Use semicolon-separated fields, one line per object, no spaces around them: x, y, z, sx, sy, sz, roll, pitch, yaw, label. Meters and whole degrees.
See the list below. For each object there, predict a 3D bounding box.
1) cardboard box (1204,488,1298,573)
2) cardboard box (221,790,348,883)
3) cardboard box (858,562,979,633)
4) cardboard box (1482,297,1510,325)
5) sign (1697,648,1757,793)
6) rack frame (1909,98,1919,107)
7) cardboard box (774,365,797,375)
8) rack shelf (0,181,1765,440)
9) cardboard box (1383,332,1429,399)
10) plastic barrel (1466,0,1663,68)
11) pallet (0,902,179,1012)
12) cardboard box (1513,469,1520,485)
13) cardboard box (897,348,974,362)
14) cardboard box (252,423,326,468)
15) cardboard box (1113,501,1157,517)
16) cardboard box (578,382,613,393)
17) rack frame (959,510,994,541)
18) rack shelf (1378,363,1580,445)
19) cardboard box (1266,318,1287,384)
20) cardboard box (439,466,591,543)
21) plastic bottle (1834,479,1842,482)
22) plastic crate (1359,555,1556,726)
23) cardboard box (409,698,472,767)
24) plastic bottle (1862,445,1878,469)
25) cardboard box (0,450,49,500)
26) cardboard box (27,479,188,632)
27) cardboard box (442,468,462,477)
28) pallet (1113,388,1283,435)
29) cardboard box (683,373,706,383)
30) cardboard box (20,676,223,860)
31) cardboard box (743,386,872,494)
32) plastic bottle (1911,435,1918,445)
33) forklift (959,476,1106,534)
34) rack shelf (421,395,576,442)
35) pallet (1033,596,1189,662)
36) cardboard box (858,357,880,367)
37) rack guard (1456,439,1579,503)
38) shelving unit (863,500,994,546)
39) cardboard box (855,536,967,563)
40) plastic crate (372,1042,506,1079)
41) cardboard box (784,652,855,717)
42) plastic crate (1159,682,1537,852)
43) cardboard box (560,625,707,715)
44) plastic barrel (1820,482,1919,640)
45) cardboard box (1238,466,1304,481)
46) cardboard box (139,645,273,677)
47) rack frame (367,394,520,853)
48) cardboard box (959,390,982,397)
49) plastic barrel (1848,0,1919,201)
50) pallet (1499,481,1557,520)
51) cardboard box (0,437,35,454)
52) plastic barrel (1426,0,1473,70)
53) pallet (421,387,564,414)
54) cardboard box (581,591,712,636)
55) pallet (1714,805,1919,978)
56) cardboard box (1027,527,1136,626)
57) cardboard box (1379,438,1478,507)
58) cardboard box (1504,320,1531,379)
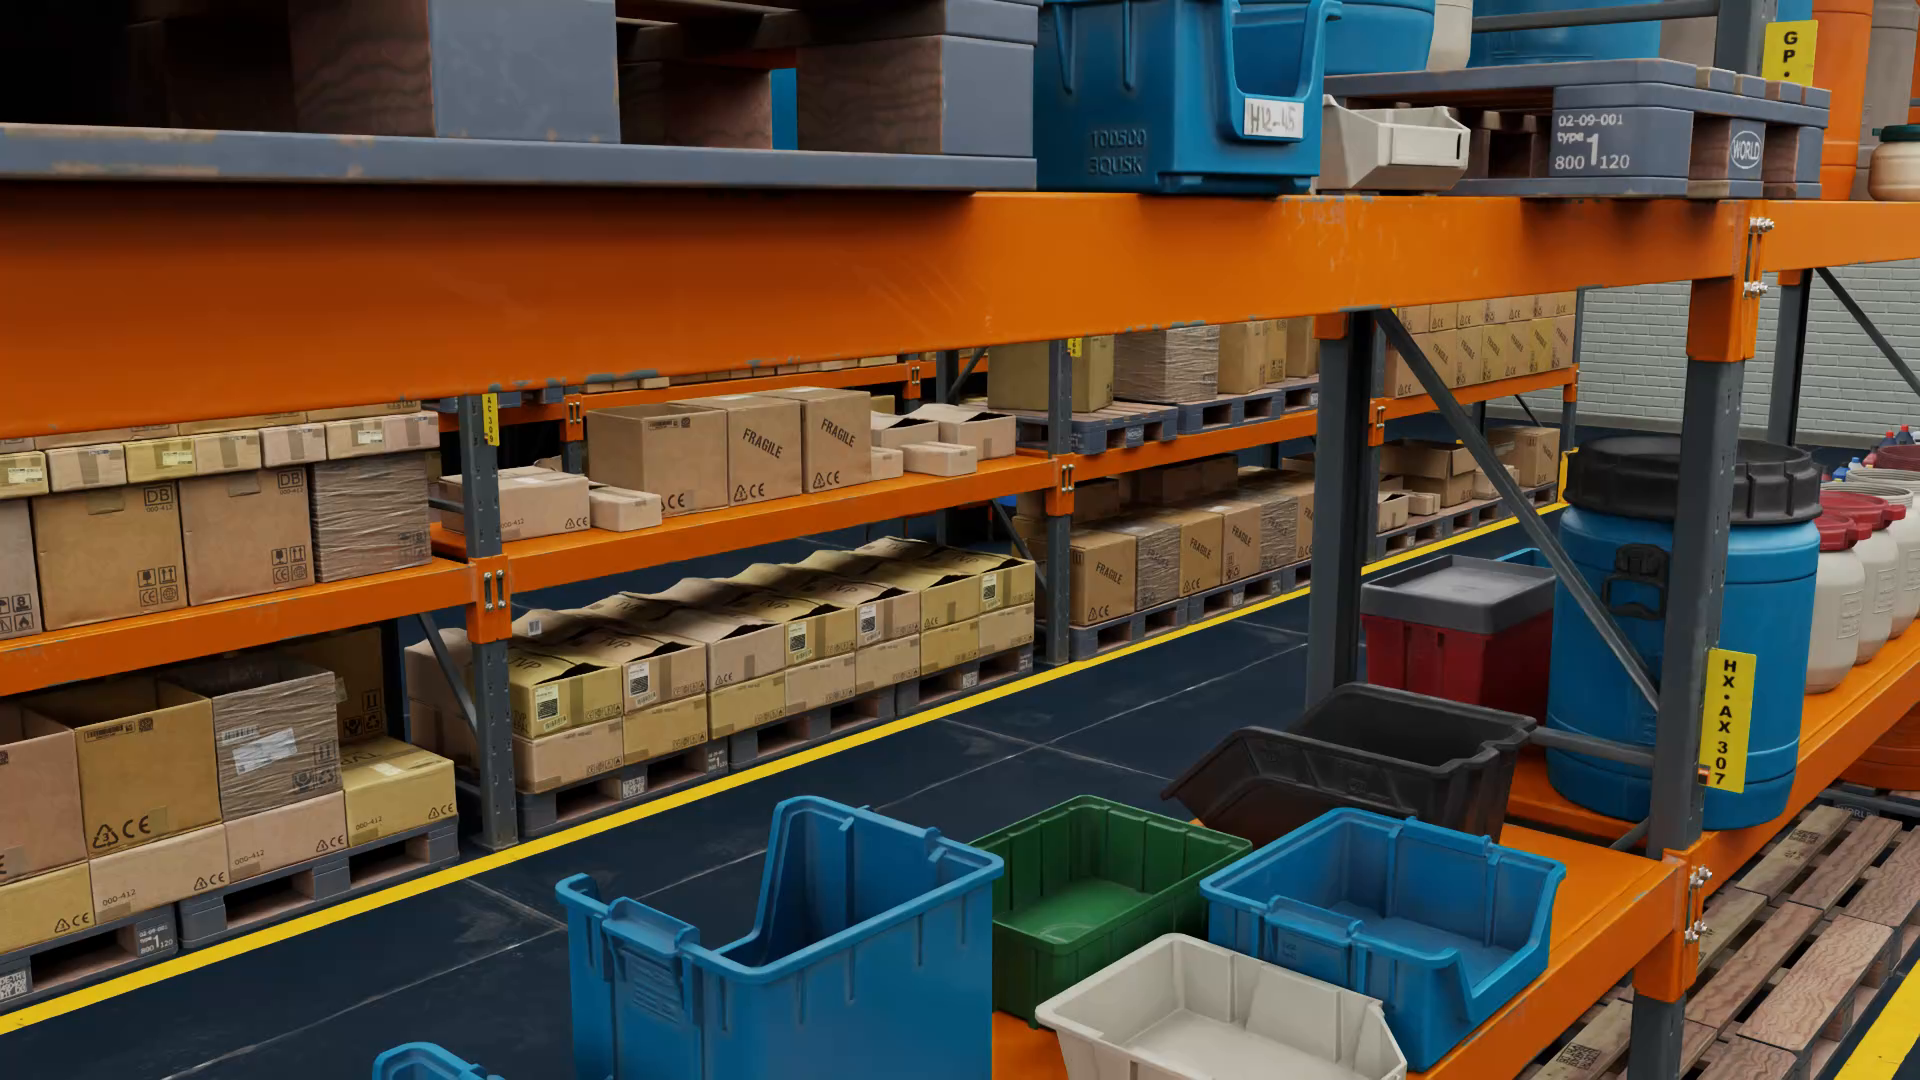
2.128;-0.079;12.206;0.500;0.500;0.500;10;15;41;cardboard box
-2.858;1.144;6.771;0.500;0.250;0.500;10;15;40;cardboard box
-0.237;0.298;9.576;0.500;0.311;0.500;9;15;39;cardboard box
4.445;-2.144;14.478;0.500;0.500;0.500;10;15;42;cardboard box
1.746;0.411;3.788;0.100;0.325;0.005;10;15;40;sign
3.980;-3.056;6.538;1.000;3.000;0.127;10;15;40;rack frame
-1.703;-1.603;15.168;0.380;0.149;0.250;9;15;39;cardboard box
0.019;-0.350;2.482;1.077;0.370;4.000;10;15;40;rack shelf
3.443;-1.433;13.470;0.500;0.500;0.500;10;15;42;cardboard box
1.512;-1.346;4.351;0.600;0.901;0.708;10;15;40;plastic barrel
-3.740;1.492;6.200;1.003;0.211;1.213;10;15;40;pallet
5.034;-0.599;15.662;0.380;0.166;0.250;10;15;40;cardboard box
-0.451;-2.209;16.845;0.980;0.700;0.700;10;15;41;cardboard box
-2.733;-0.391;6.600;0.380;0.149;0.250;9;15;39;cardboard box
1.045;0.011;11.758;0.500;0.500;0.500;9;14;38;cardboard box
-3.070;-1.300;13.654;0.380;0.149;0.250;9;15;40;cardboard box
0.107;-0.578;14.234;0.032;1.125;0.500;-11;16;-43;rack frame
4.222;-1.285;14.825;1.077;0.370;4.000;10;15;40;rack shelf
2.015;-1.449;12.478;0.500;0.500;0.700;-9;15;-39;cardboard box
-2.086;-0.171;7.794;0.500;0.250;0.500;11;16;44;cardboard box
4.233;-0.195;8.034;0.097;0.201;0.097;0;11;0;plastic bottle
1.429;0.332;4.727;0.402;0.464;0.583;10;15;40;plastic crate
-2.323;0.877;8.109;0.500;0.250;0.500;10;15;40;cardboard box
4.681;-0.340;8.553;0.061;0.283;0.133;10;15;40;plastic bottle
-3.410;-0.240;5.844;0.380;0.149;0.250;10;15;42;cardboard box
-3.344;0.002;6.288;0.700;0.500;0.500;10;15;41;cardboard box
-3.898;-0.273;13.176;0.700;0.500;0.500;10;15;41;cardboard box
1.542;-0.948;11.789;1.003;0.211;1.213;10;15;40;pallet
-2.420;-1.457;14.437;0.380;0.149;0.250;10;15;42;cardboard box
-3.187;0.850;6.328;0.500;0.500;0.500;10;15;40;cardboard box
-0.834;-0.555;9.078;0.500;0.500;0.500;9;14;37;cardboard box
5.167;-0.437;9.070;0.097;0.271;0.097;0;11;0;plastic bottle
1.239;-1.674;15.107;3.031;2.935;1.130;-11;16;-43;forklift
-4.782;-0.748;12.136;1.077;0.370;4.000;10;15;40;rack shelf
0.783;0.507;11.133;1.003;0.211;1.213;10;15;40;pallet
-0.981;-1.744;15.874;0.380;0.149;0.250;10;15;41;cardboard box
5.492;-0.695;16.416;1.175;0.500;0.348;10;15;40;rack guard
-0.258;-0.509;13.887;1.048;1.125;0.538;-11;16;-43;shelving unit
-0.305;0.151;10.312;0.500;0.311;0.500;10;15;42;cardboard box
-0.762;0.928;2.284;0.499;0.251;0.408;10;15;40;plastic crate
-0.912;0.722;8.886;0.500;0.250;0.500;10;15;41;cardboard box
0.899;0.565;3.882;0.767;0.338;0.504;10;15;40;plastic crate
-1.584;0.599;8.070;0.500;0.311;0.500;10;15;40;cardboard box
3.183;0.072;5.908;0.421;0.512;0.421;0;11;0;plastic barrel
2.400;-0.294;13.284;0.500;0.500;0.500;9;14;38;cardboard box
-3.244;0.710;7.031;0.500;0.500;0.500;10;15;40;cardboard box
-2.379;-0.167;7.388;1.000;3.000;0.127;10;15;40;rack frame
0.024;-1.500;17.715;0.380;0.149;0.250;9;15;39;cardboard box
3.275;-1.738;6.318;0.600;0.901;0.600;0;11;0;plastic barrel
4.967;-0.436;15.857;1.003;0.211;1.213;10;15;40;pallet
-3.661;-0.564;5.811;0.700;0.500;0.500;10;15;40;cardboard box
0.908;-1.220;3.643;0.421;0.512;0.421;0;11;0;plastic barrel
-3.852;-1.183;12.963;1.213;0.211;1.003;10;15;40;pallet
-1.657;0.453;8.799;0.500;0.311;0.500;10;15;40;cardboard box
3.440;1.362;6.853;1.003;0.211;1.213;10;15;40;pallet
0.777;0.225;10.687;0.500;0.500;0.500;11;15;43;cardboard box
4.139;-0.612;14.870;0.797;0.503;0.637;10;15;40;cardboard box
4.778;-1.731;14.963;0.500;0.500;0.500;10;15;41;cardboard box
